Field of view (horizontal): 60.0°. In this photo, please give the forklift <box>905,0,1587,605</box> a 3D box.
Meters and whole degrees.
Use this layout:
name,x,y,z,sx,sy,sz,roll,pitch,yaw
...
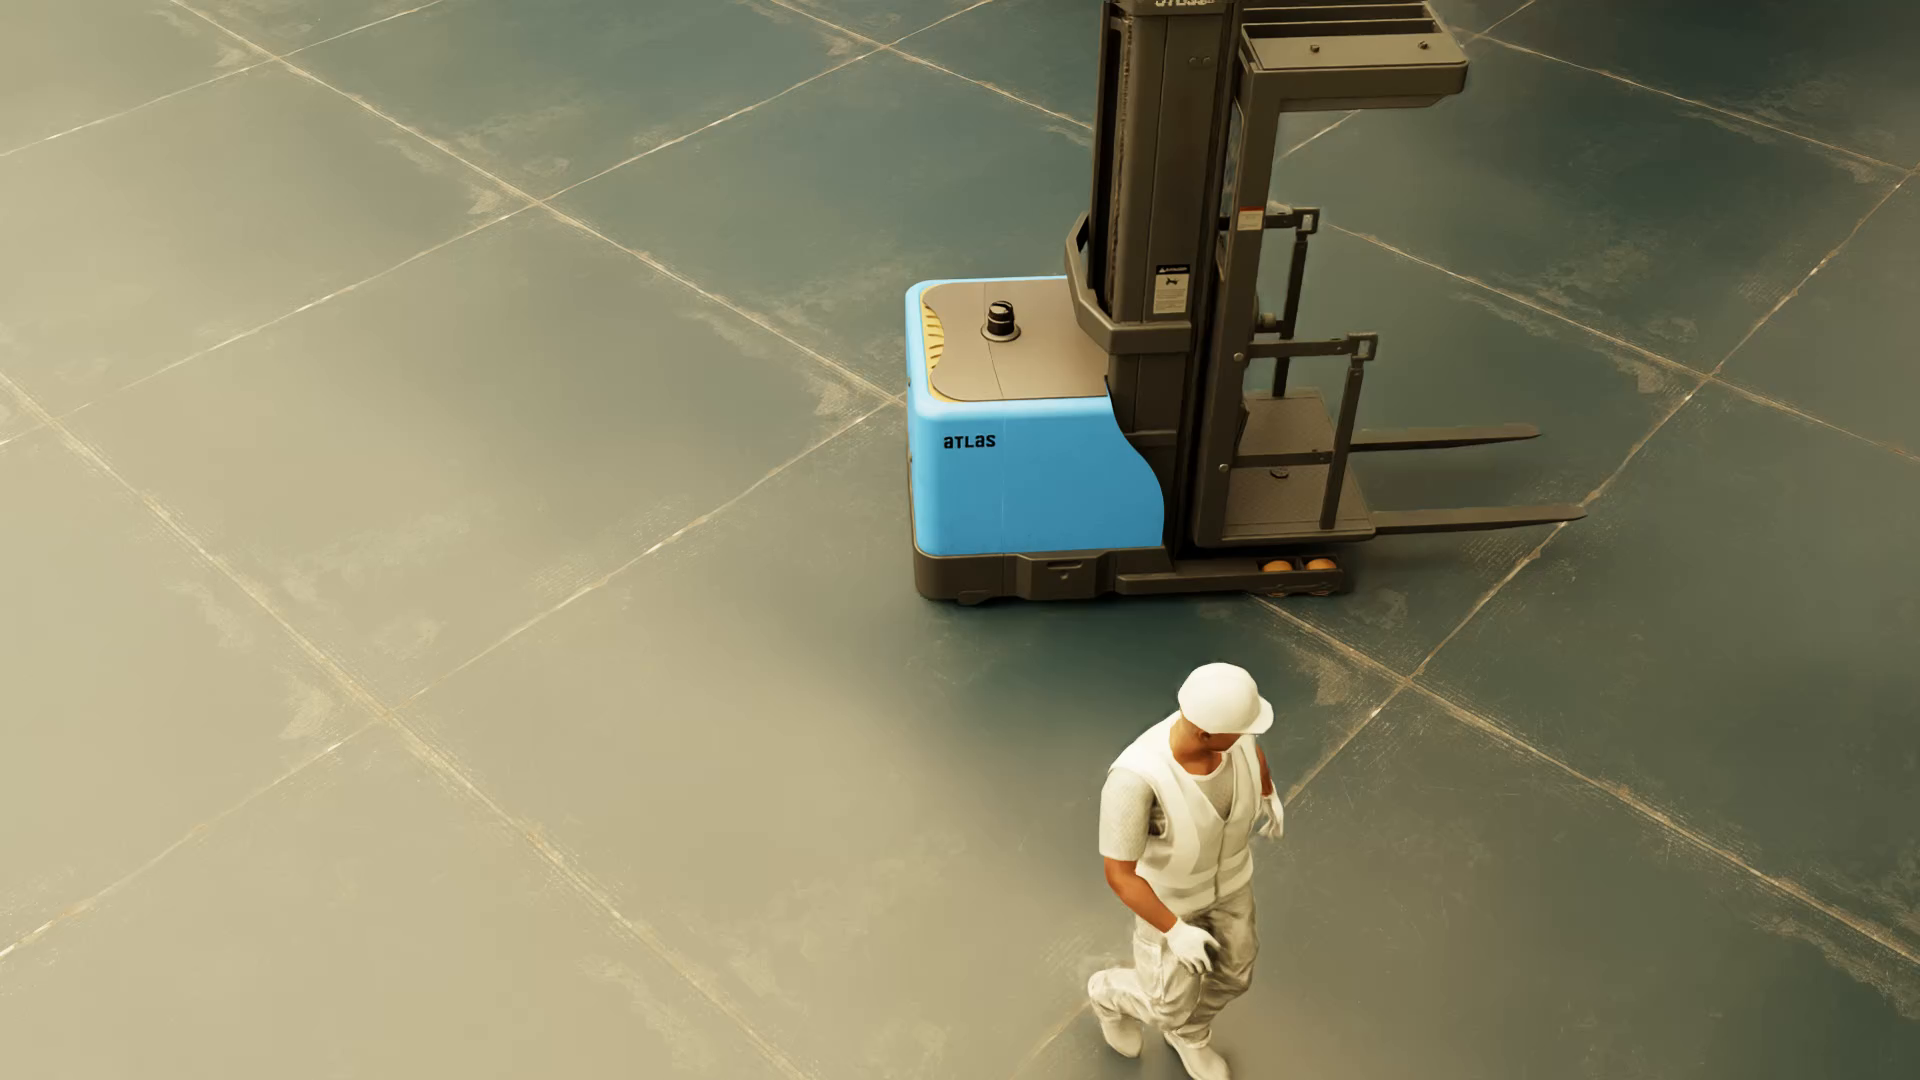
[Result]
name,x,y,z,sx,sy,sz,roll,pitch,yaw
forklift,1.286,-1.202,6.829,3.031,2.935,1.130,-3,41,-3

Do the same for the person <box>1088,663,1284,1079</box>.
name,x,y,z,sx,sy,sz,roll,pitch,yaw
person,0.760,1.045,5.127,0.775,1.738,0.530,-21,45,-22
